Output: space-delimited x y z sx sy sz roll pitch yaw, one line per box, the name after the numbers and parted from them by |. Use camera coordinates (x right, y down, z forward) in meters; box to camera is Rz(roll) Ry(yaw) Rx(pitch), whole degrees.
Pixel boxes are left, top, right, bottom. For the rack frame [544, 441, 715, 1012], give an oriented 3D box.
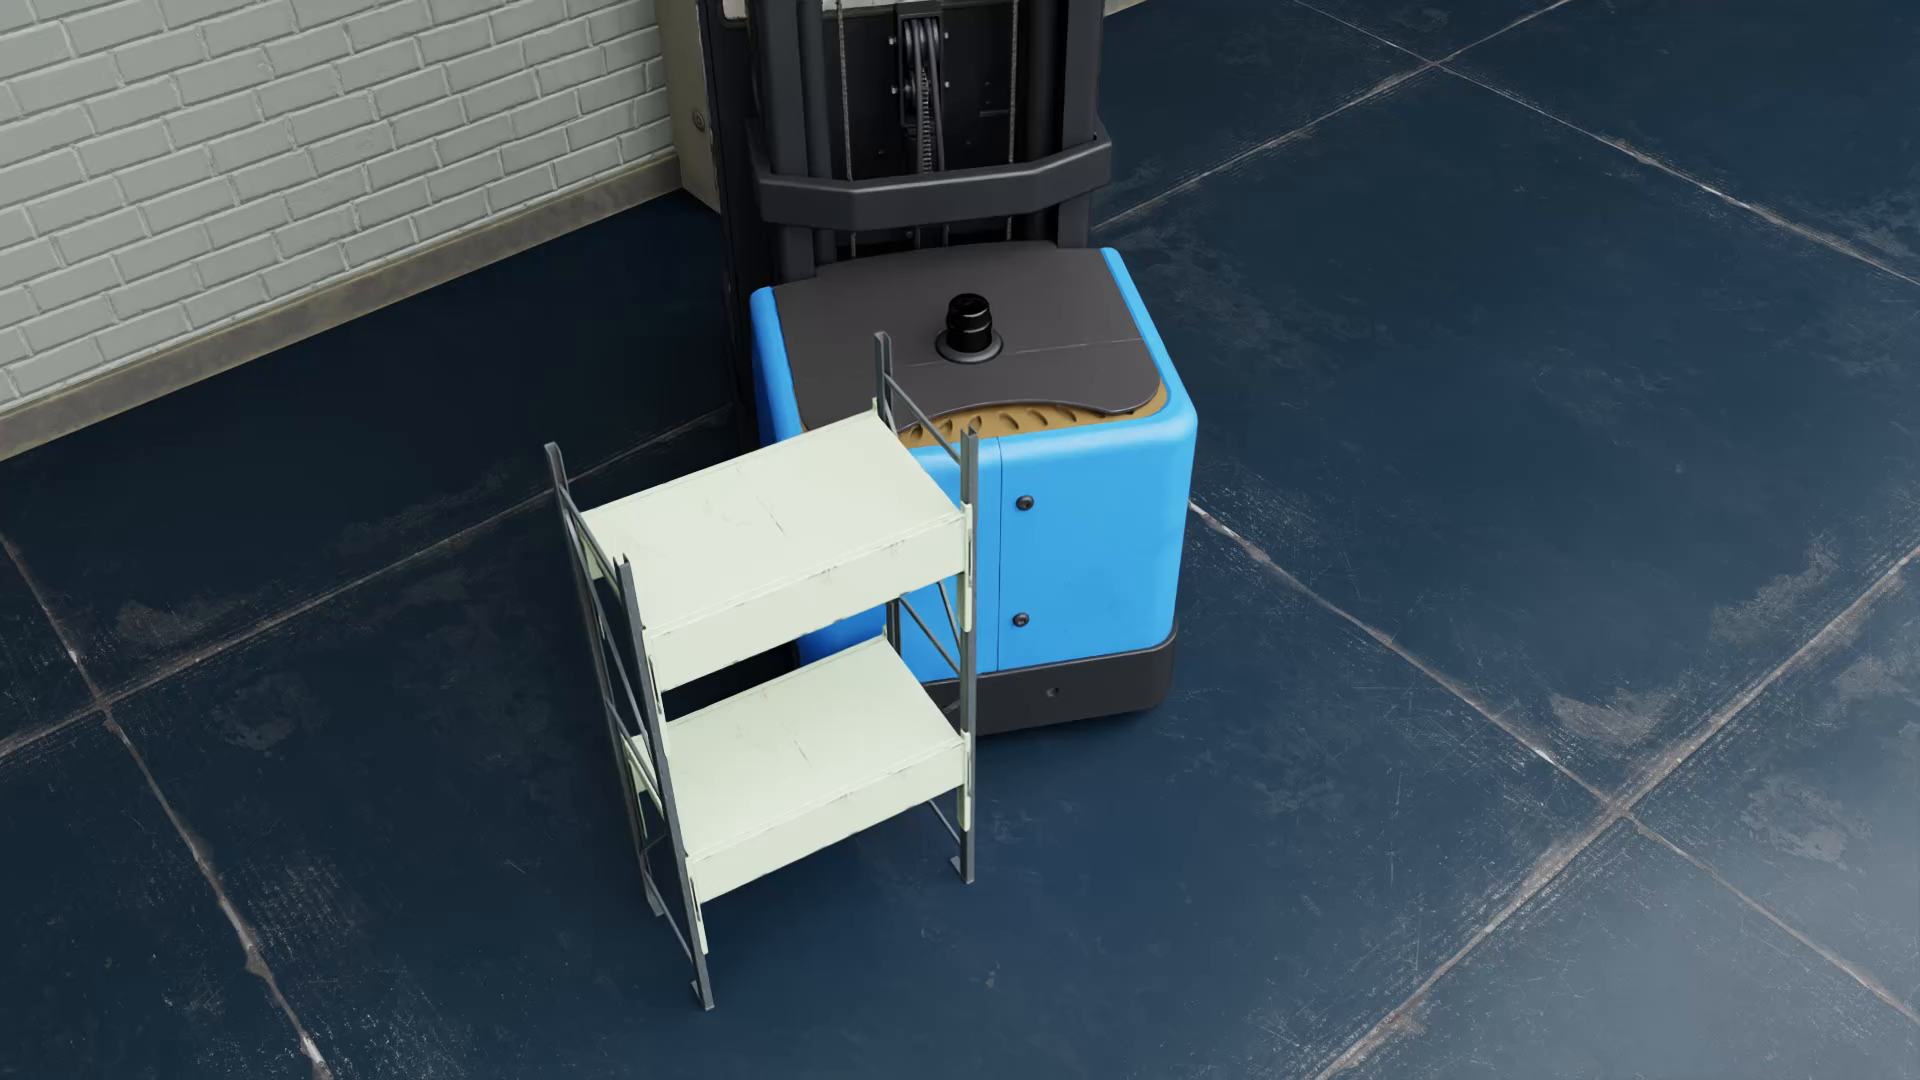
-0.706 0.475 3.649 0.023 1.500 0.400 -22 47 -21 | rack frame

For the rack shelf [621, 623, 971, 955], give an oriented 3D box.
-0.389 0.587 4.006 0.720 0.370 0.431 -22 47 -21 | rack shelf

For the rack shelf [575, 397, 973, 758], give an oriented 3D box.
-0.389 0.065 3.515 0.720 0.370 0.431 -22 47 -21 | rack shelf

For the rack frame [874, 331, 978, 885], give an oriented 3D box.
-0.073 0.224 3.916 0.023 1.500 0.400 -22 47 -21 | rack frame

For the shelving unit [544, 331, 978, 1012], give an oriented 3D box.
-0.389 0.349 3.783 0.755 1.500 0.431 -22 47 -21 | shelving unit

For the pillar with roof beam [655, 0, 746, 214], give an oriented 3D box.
1.859 -2.487 1.325 0.400 9.000 9.100 -30 51 -28 | pillar with roof beam

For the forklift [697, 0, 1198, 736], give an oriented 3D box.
-0.203 -1.500 4.706 1.130 2.935 3.031 -8 44 -8 | forklift
